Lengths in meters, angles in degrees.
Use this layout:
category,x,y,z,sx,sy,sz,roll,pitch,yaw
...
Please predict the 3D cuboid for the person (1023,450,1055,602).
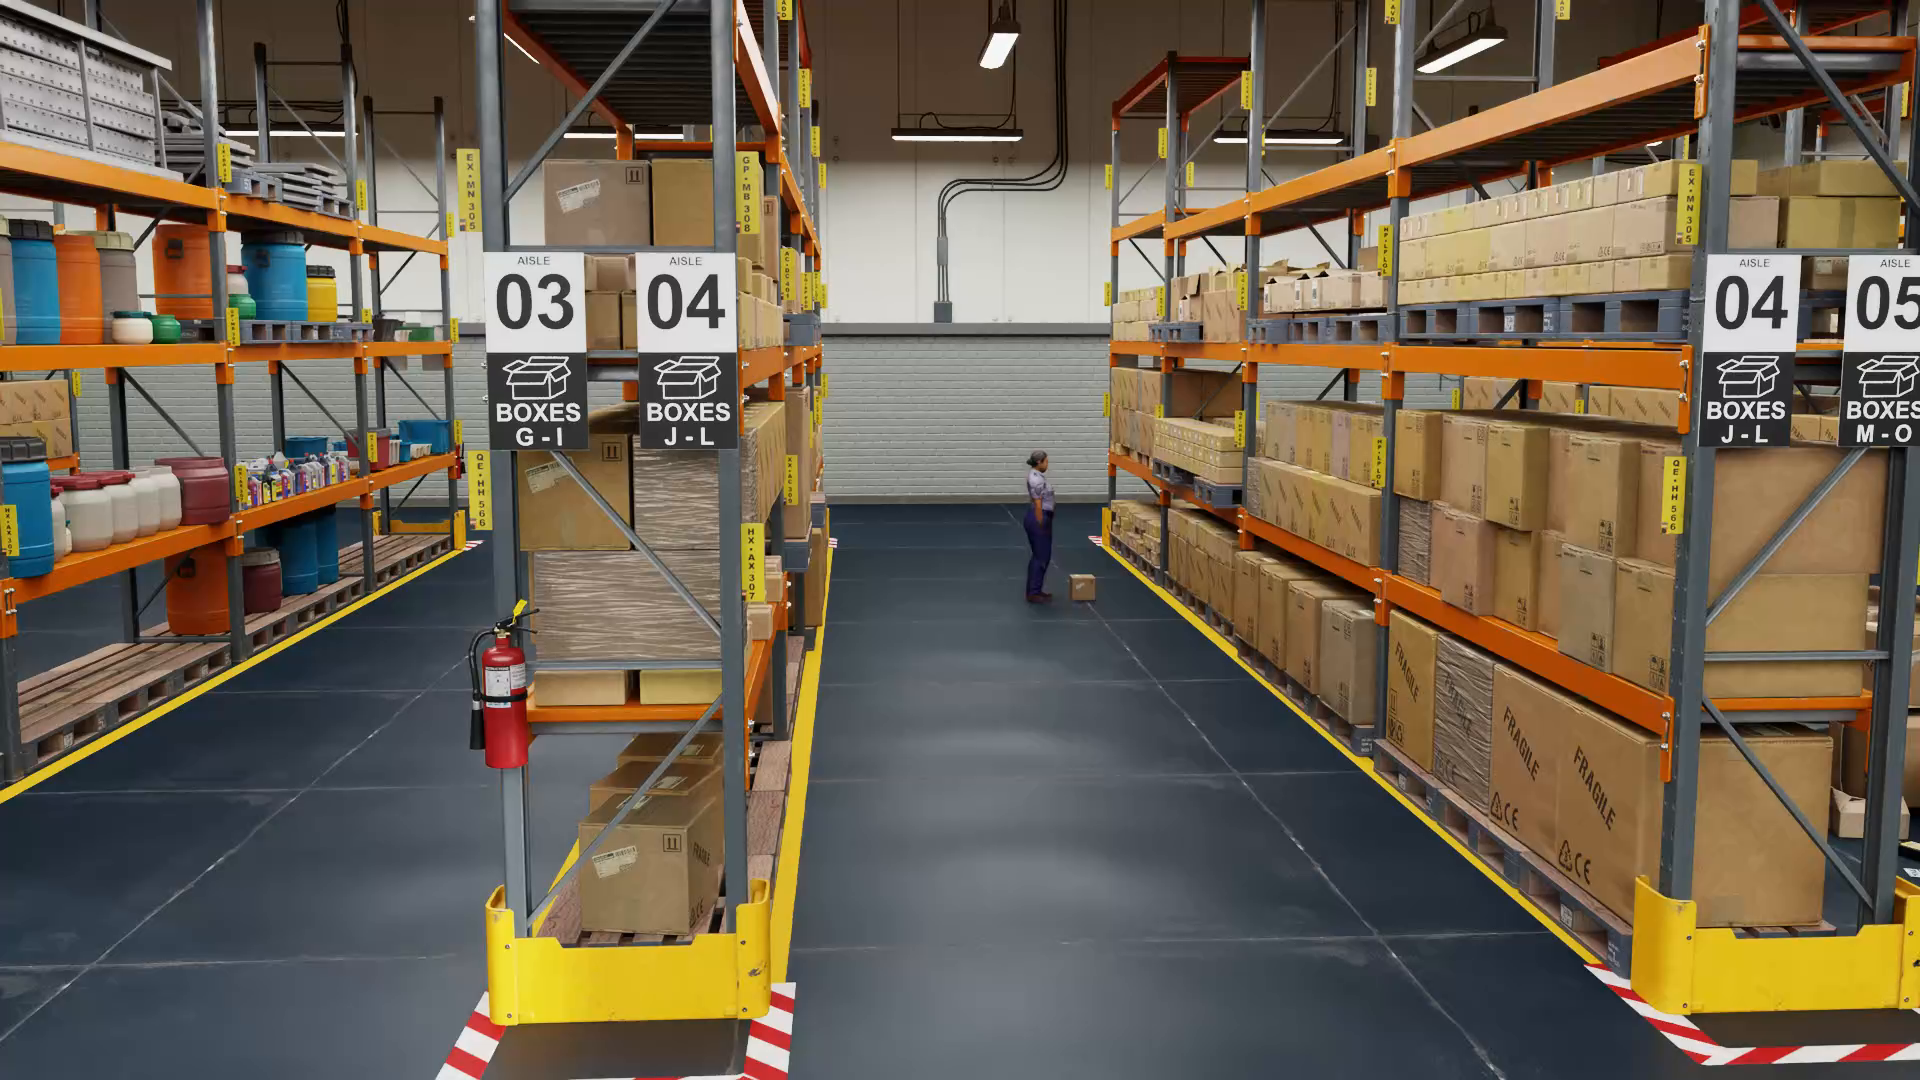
category,x,y,z,sx,sy,sz,roll,pitch,yaw
person,0.865,-0.152,18.198,0.341,1.641,0.470,0,7,-3
